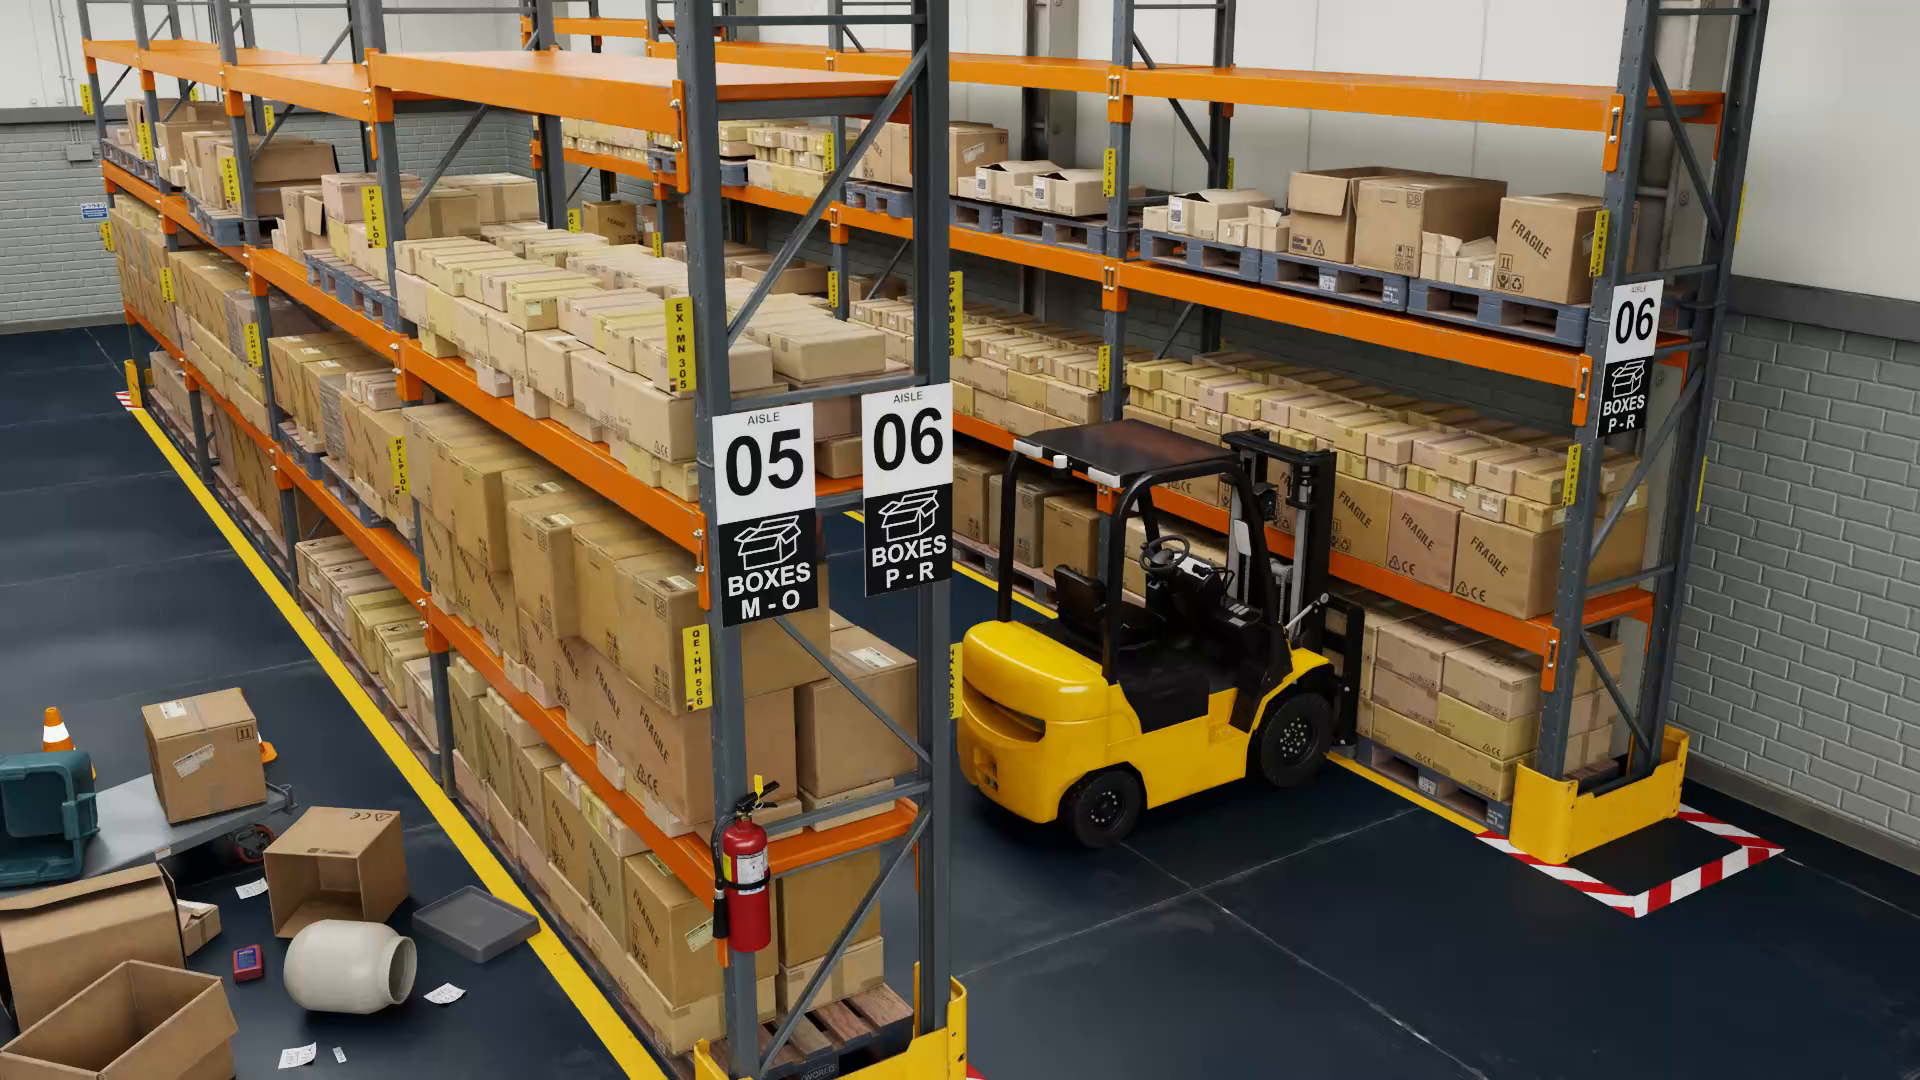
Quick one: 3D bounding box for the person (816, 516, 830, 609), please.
[{"bbox_3d":[-1.113,0.029,11.982,0.308,1.658,0.437,-11,21,-30],"label":"person"}]
